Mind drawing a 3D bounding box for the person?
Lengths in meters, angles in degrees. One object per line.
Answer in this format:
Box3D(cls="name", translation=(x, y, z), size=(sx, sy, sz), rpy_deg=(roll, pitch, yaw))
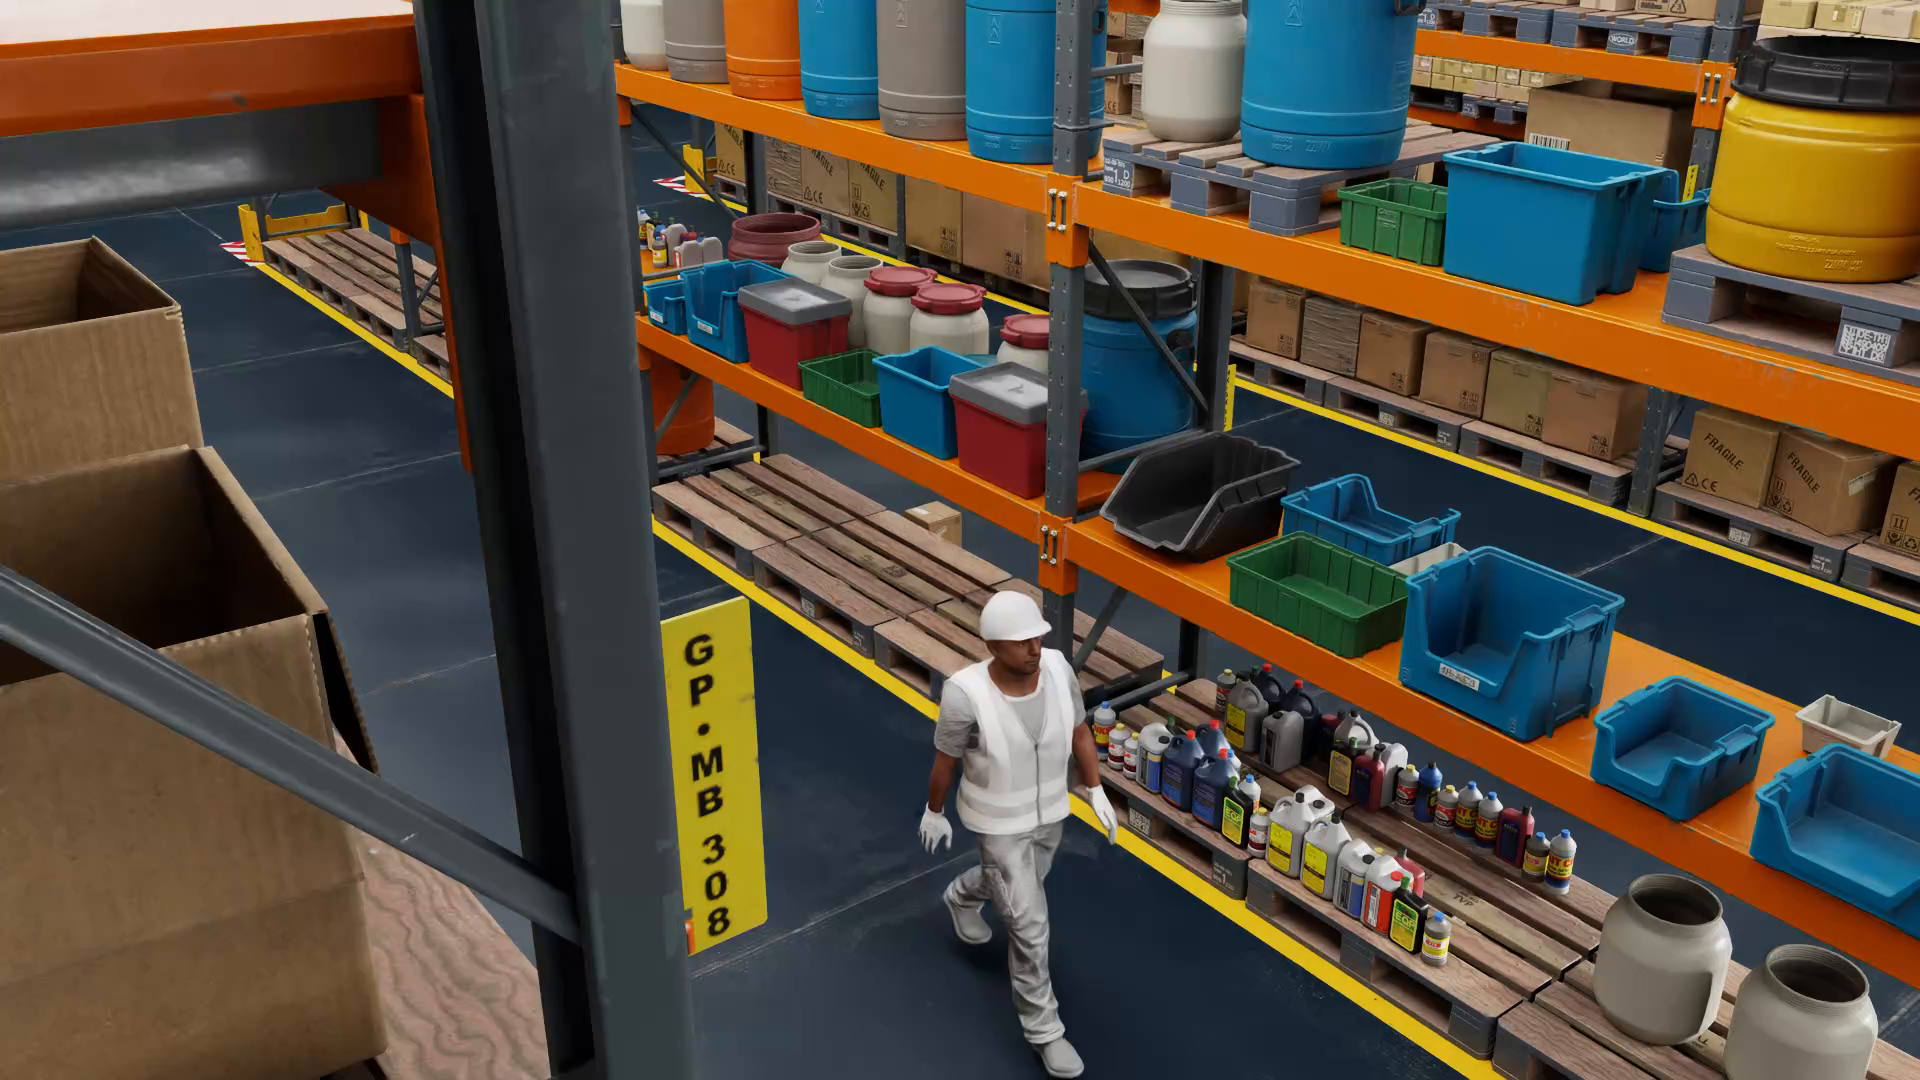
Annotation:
Box3D(cls="person", translation=(0.217, 0.968, 6.022), size=(0.606, 1.738, 1.062), rpy_deg=(-16, 29, -31))
